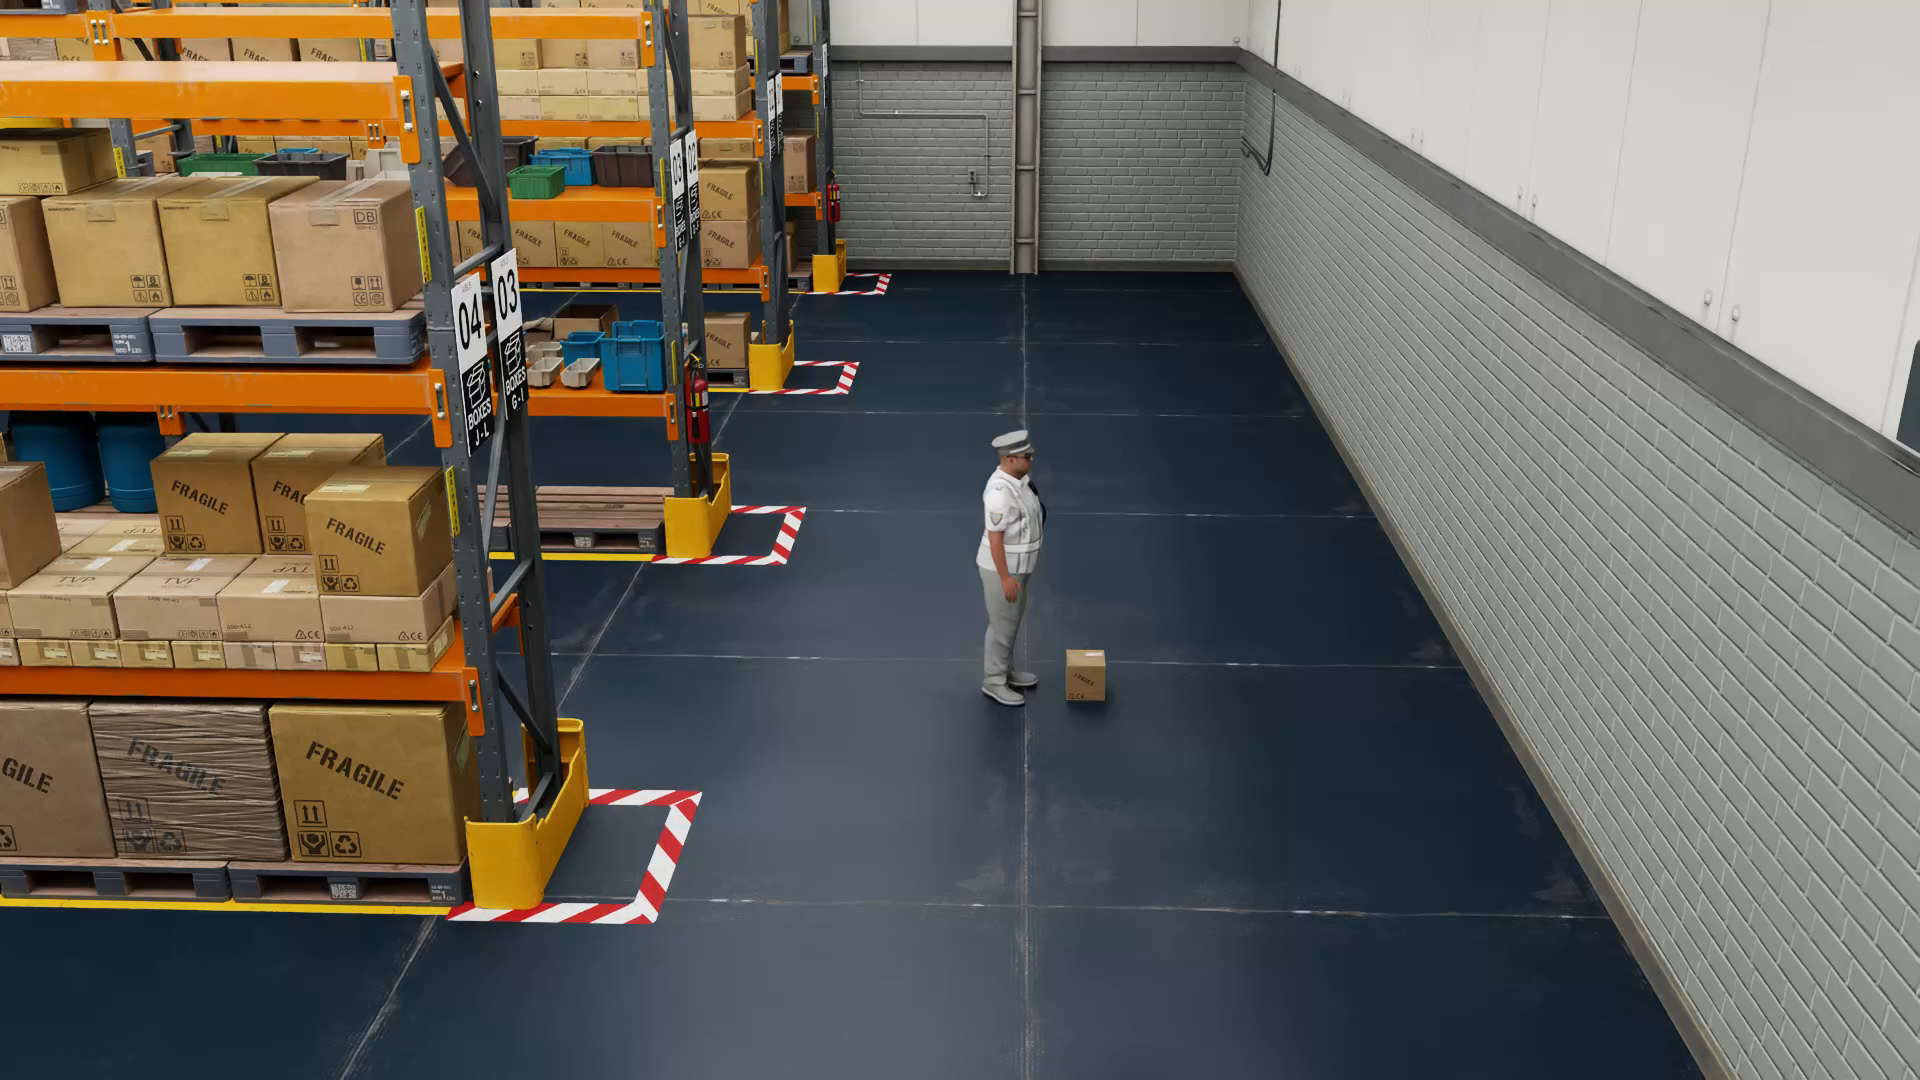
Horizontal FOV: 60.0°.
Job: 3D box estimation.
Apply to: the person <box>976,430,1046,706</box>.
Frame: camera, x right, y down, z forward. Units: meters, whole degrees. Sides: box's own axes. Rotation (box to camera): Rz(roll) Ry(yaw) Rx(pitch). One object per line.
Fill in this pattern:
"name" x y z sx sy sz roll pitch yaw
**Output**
"person" 0.317 0.152 10.608 0.402 1.773 0.562 5 21 14
